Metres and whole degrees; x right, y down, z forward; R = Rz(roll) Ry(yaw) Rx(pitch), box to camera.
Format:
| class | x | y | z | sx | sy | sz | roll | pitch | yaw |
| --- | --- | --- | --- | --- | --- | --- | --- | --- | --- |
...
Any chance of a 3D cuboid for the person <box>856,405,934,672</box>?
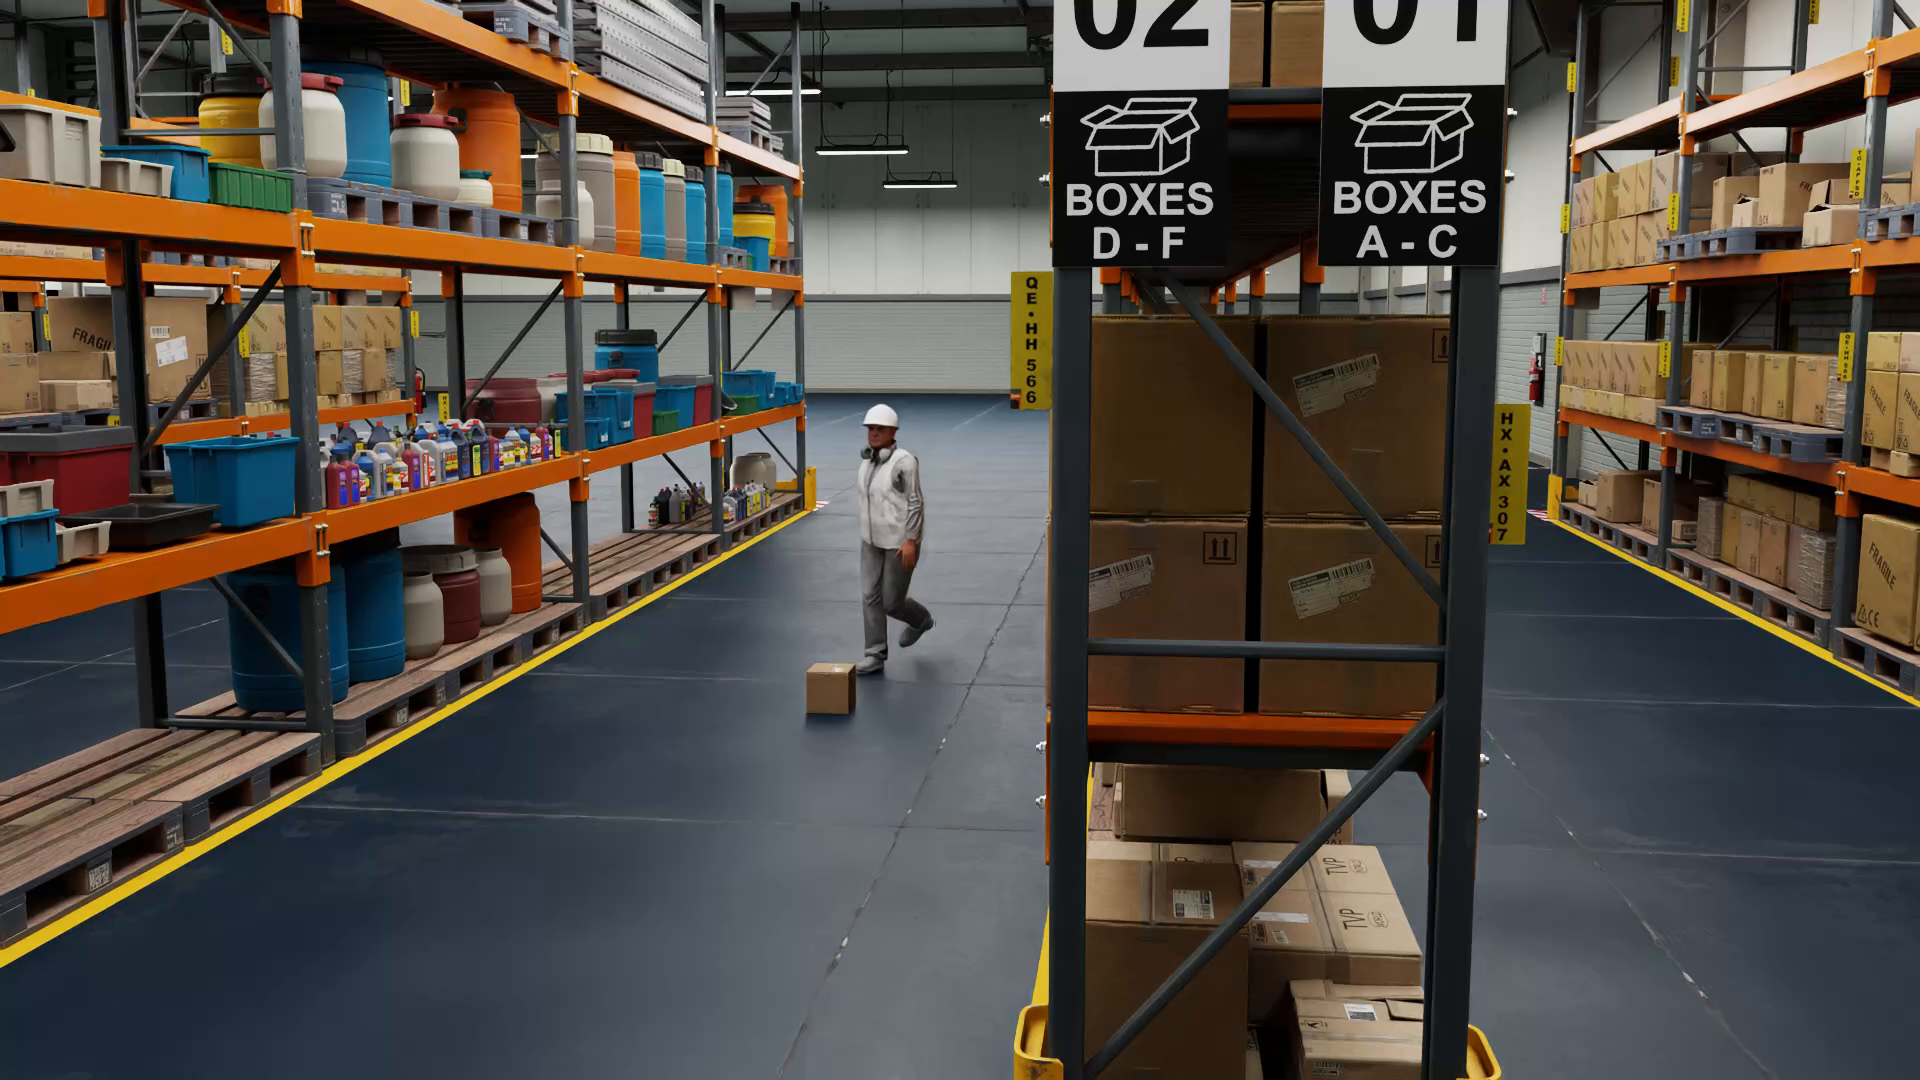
| class | x | y | z | sx | sy | sz | roll | pitch | yaw |
| --- | --- | --- | --- | --- | --- | --- | --- | --- | --- |
| person | -0.389 | -0.014 | 10.846 | 0.595 | 1.747 | 0.735 | 7 | 10 | 41 |
